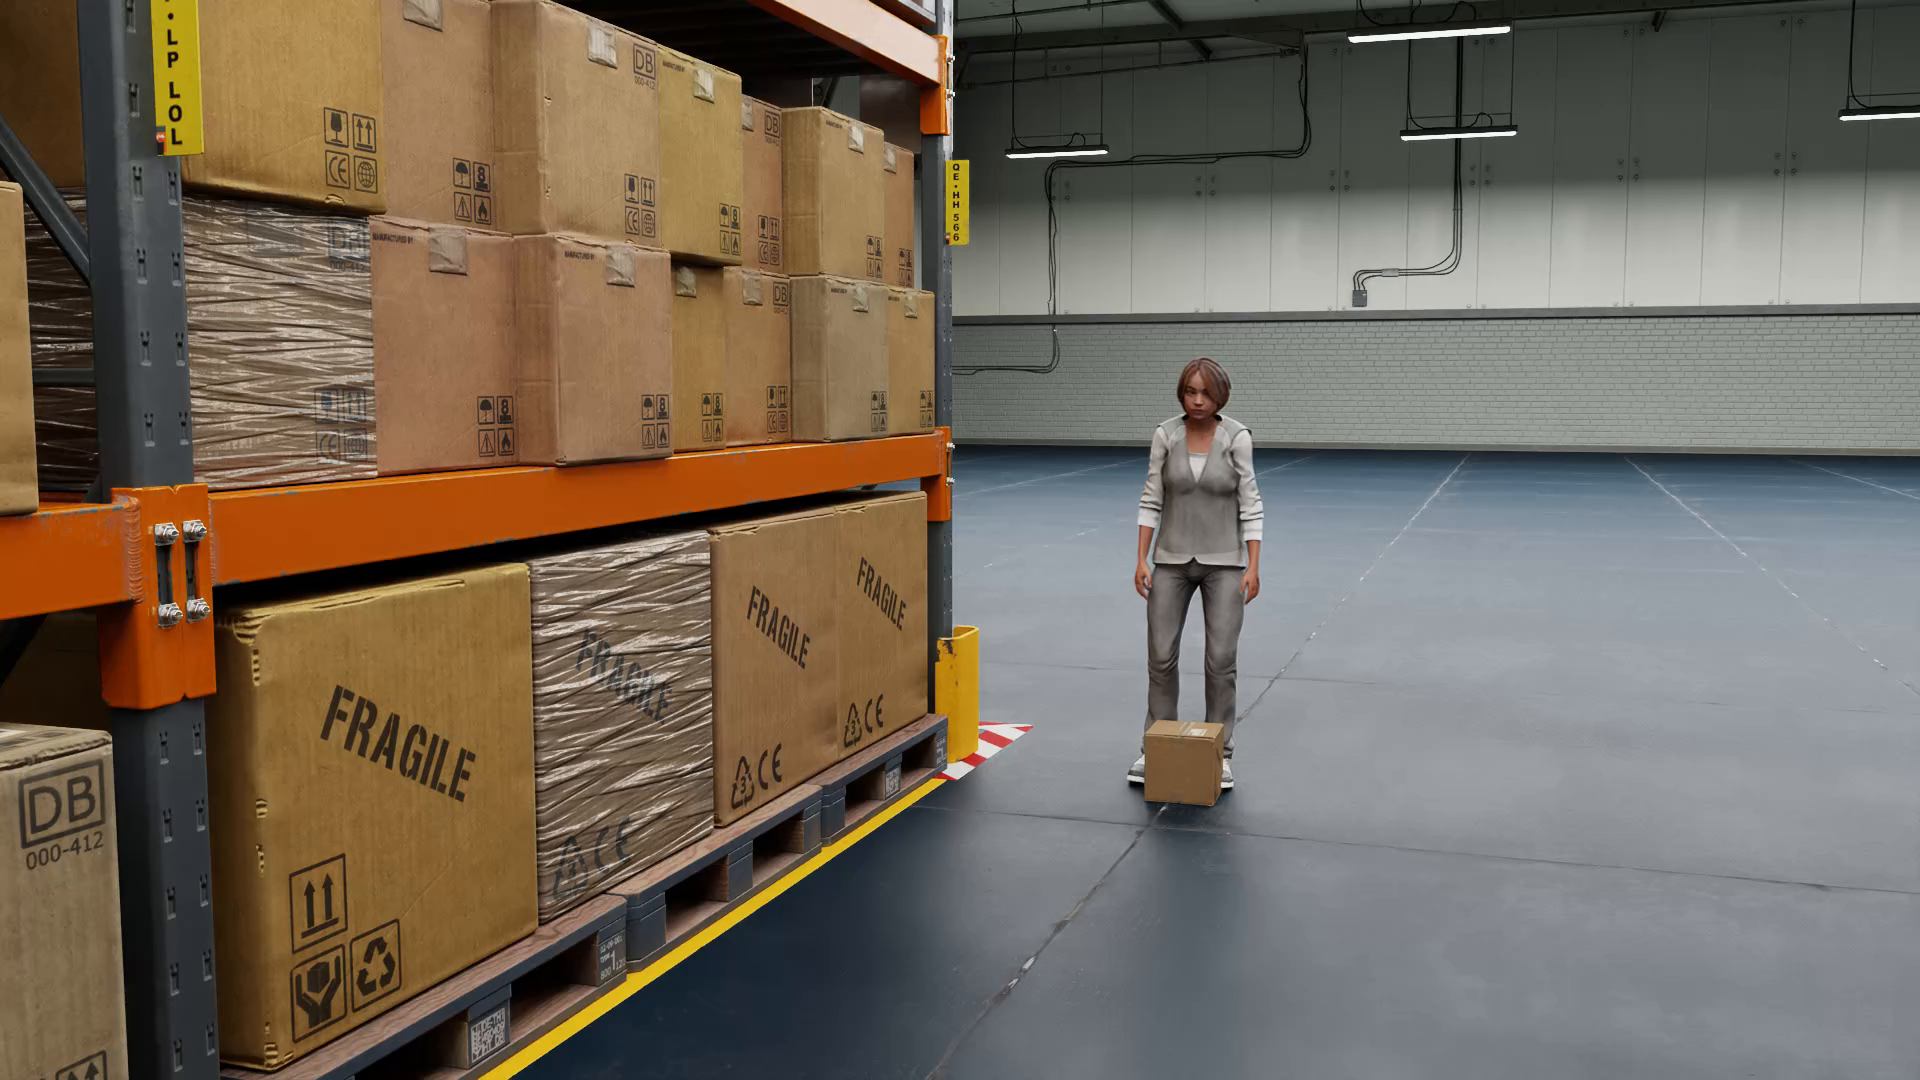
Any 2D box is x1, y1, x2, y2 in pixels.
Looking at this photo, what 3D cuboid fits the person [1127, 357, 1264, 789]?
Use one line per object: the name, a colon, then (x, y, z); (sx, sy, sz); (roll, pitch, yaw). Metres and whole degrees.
person: (0.886, 0.119, 6.206); (0.479, 1.593, 0.345); (2, 6, 17)
